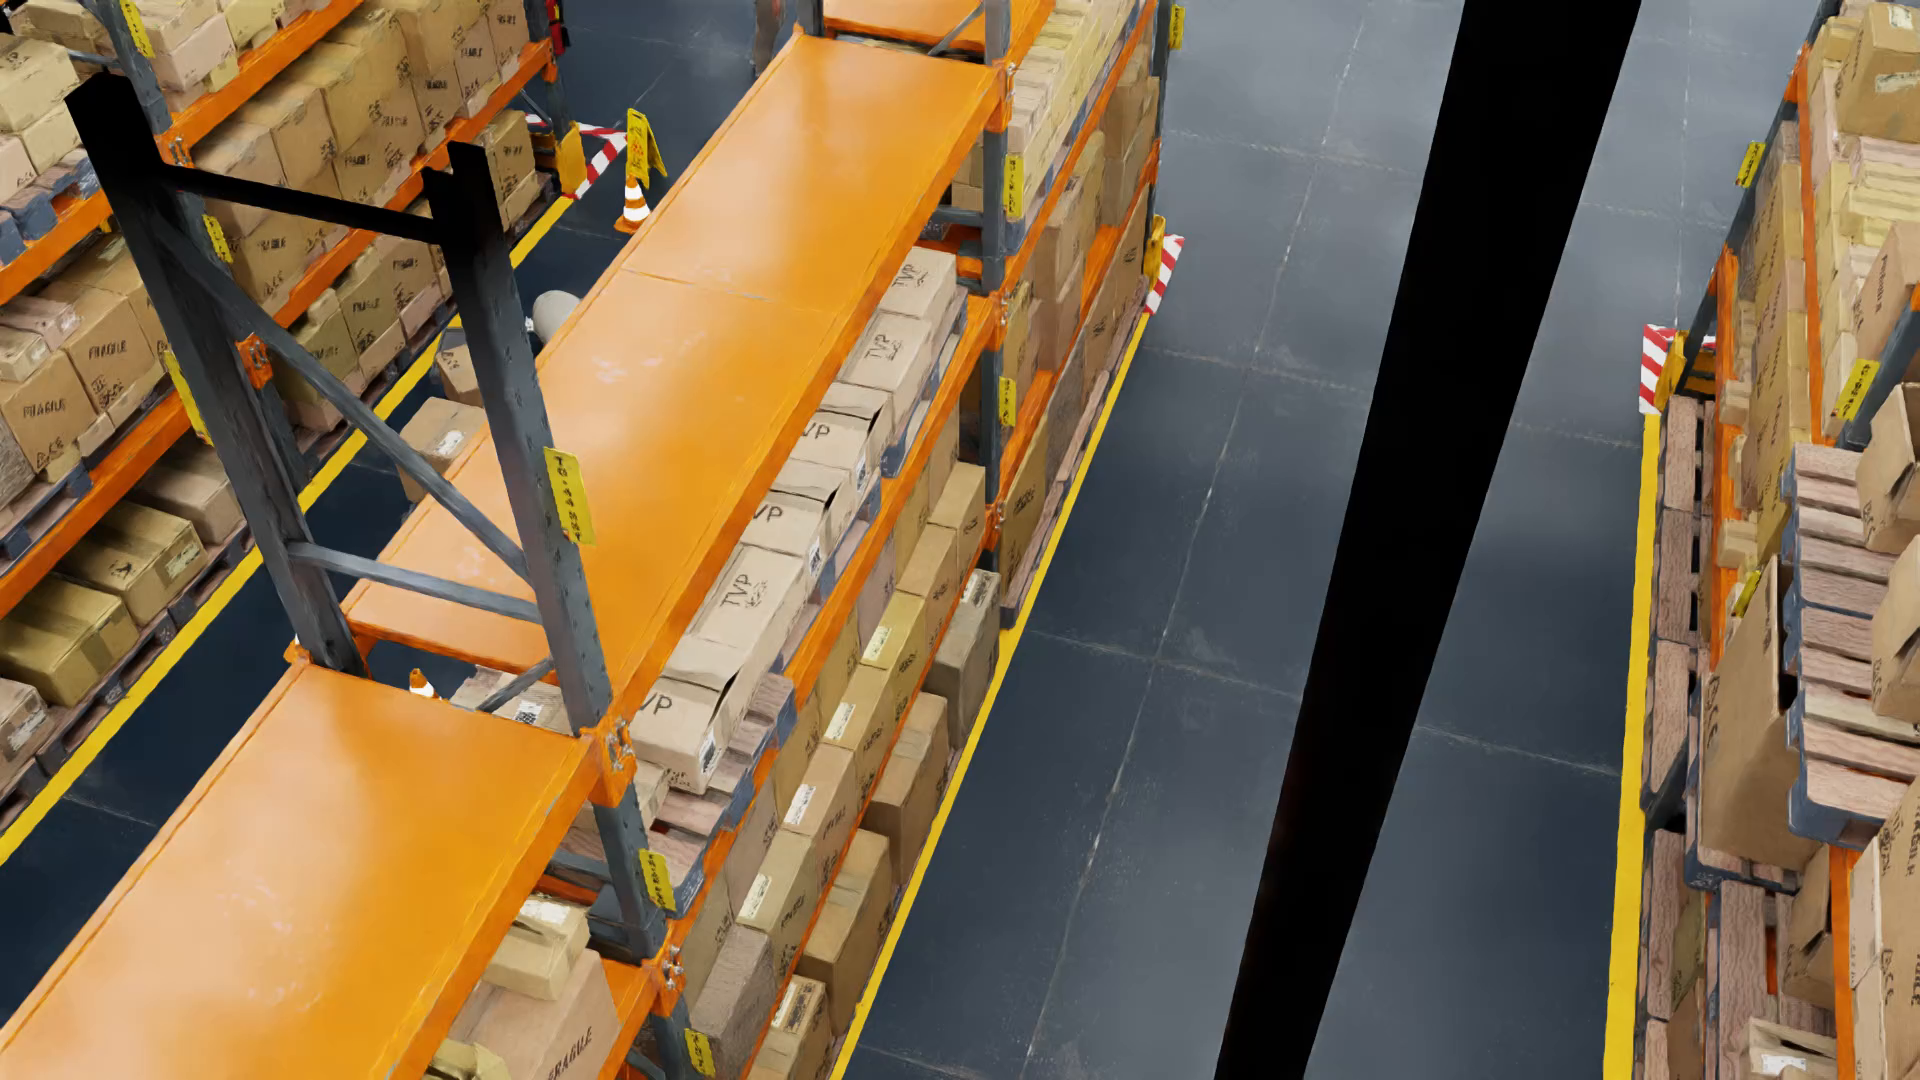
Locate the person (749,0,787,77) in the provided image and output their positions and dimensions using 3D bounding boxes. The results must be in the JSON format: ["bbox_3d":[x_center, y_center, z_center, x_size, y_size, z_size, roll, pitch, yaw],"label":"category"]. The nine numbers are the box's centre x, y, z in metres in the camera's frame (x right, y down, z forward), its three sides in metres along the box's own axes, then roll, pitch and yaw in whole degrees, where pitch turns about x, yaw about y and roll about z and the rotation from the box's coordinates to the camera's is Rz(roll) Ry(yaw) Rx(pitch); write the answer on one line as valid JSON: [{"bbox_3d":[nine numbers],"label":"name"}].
[{"bbox_3d":[-1.711,-4.904,14.709,0.425,1.721,0.645,-10,46,-9],"label":"person"}]
